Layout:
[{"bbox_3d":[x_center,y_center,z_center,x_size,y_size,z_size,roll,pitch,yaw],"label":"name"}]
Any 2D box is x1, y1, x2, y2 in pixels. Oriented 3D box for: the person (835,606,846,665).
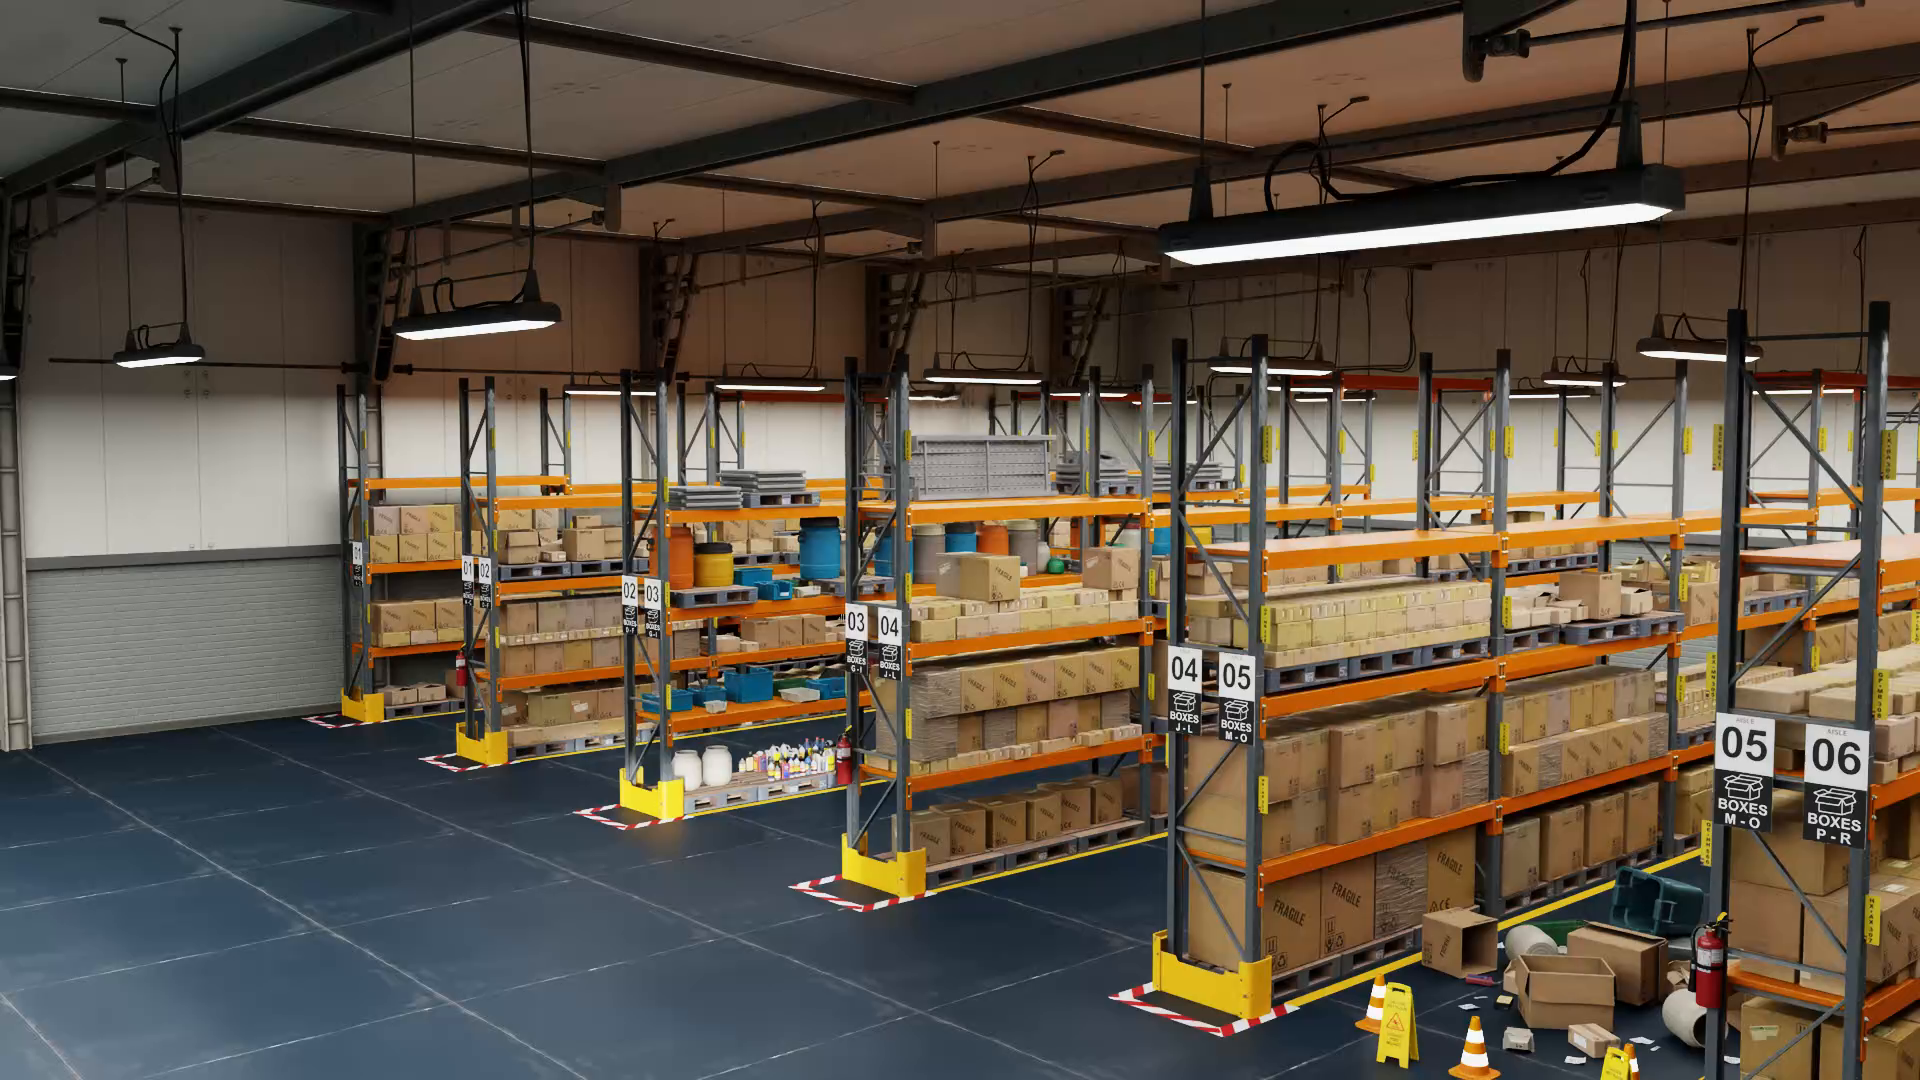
[{"bbox_3d":[-2.207,2.118,33.409,0.642,1.785,0.797,3,5,38],"label":"person"}]
